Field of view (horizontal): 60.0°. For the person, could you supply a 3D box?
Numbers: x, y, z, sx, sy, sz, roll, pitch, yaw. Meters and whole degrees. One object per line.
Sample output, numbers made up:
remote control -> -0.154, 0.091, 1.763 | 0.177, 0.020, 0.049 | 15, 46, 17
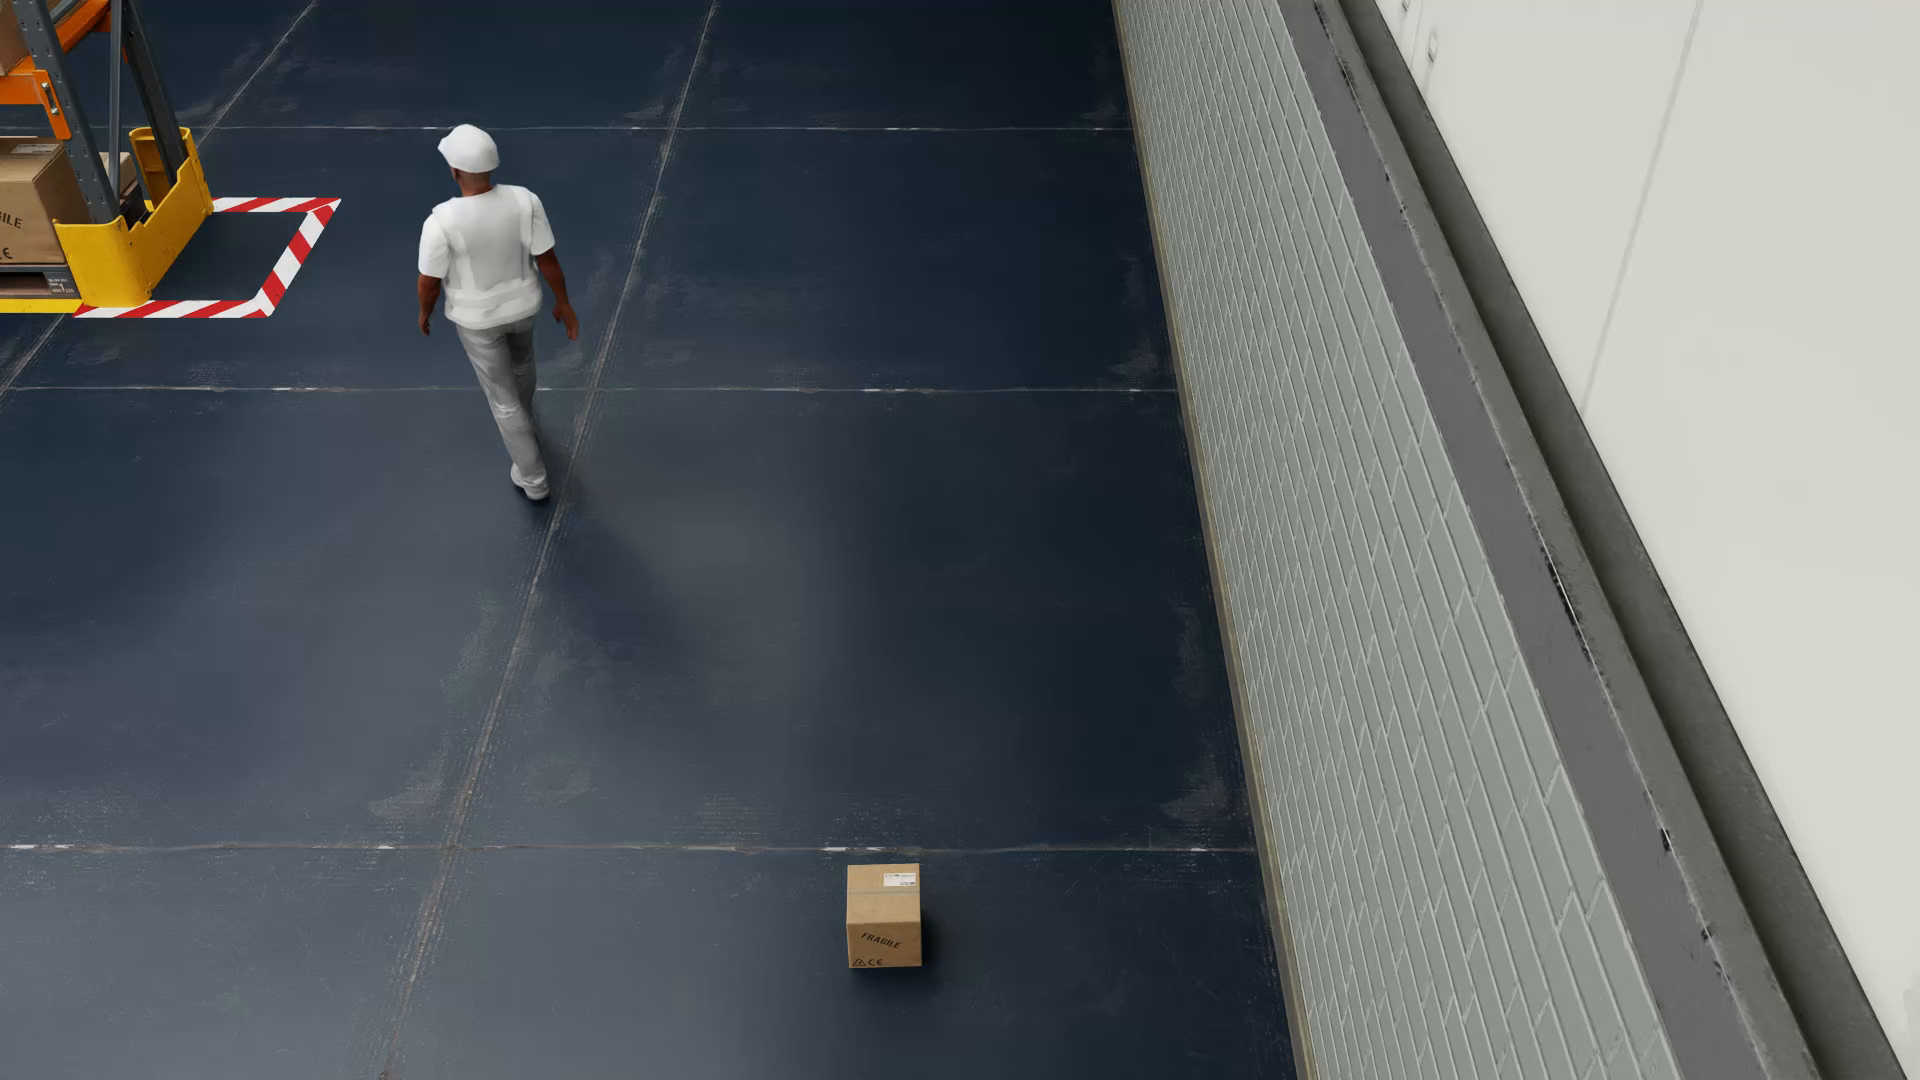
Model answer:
person -> -2.119, -1.077, 7.439 | 0.615, 1.752, 0.861 | -25, 46, -28
